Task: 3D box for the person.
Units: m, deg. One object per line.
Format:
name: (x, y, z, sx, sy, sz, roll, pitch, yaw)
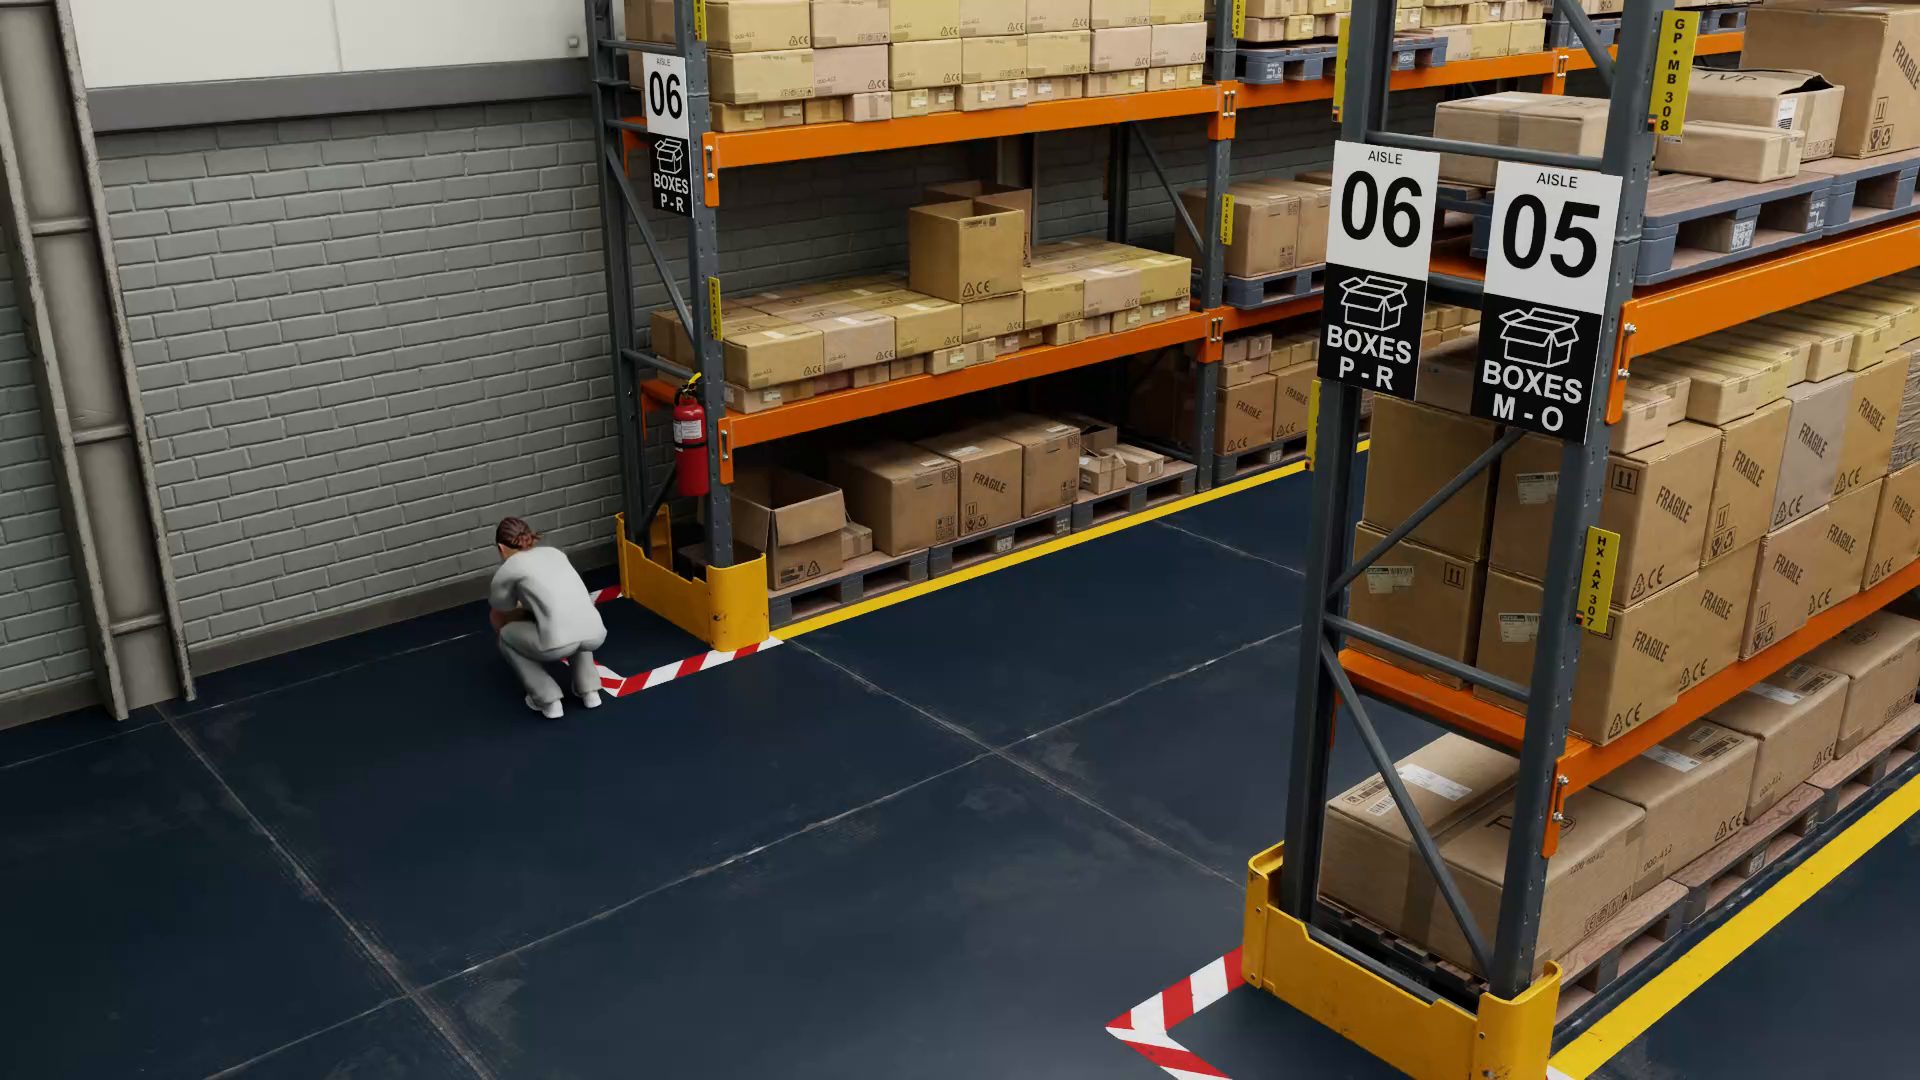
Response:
person: (-2.153, 0.387, 8.613, 0.486, 0.938, 0.811, -14, 25, -33)
